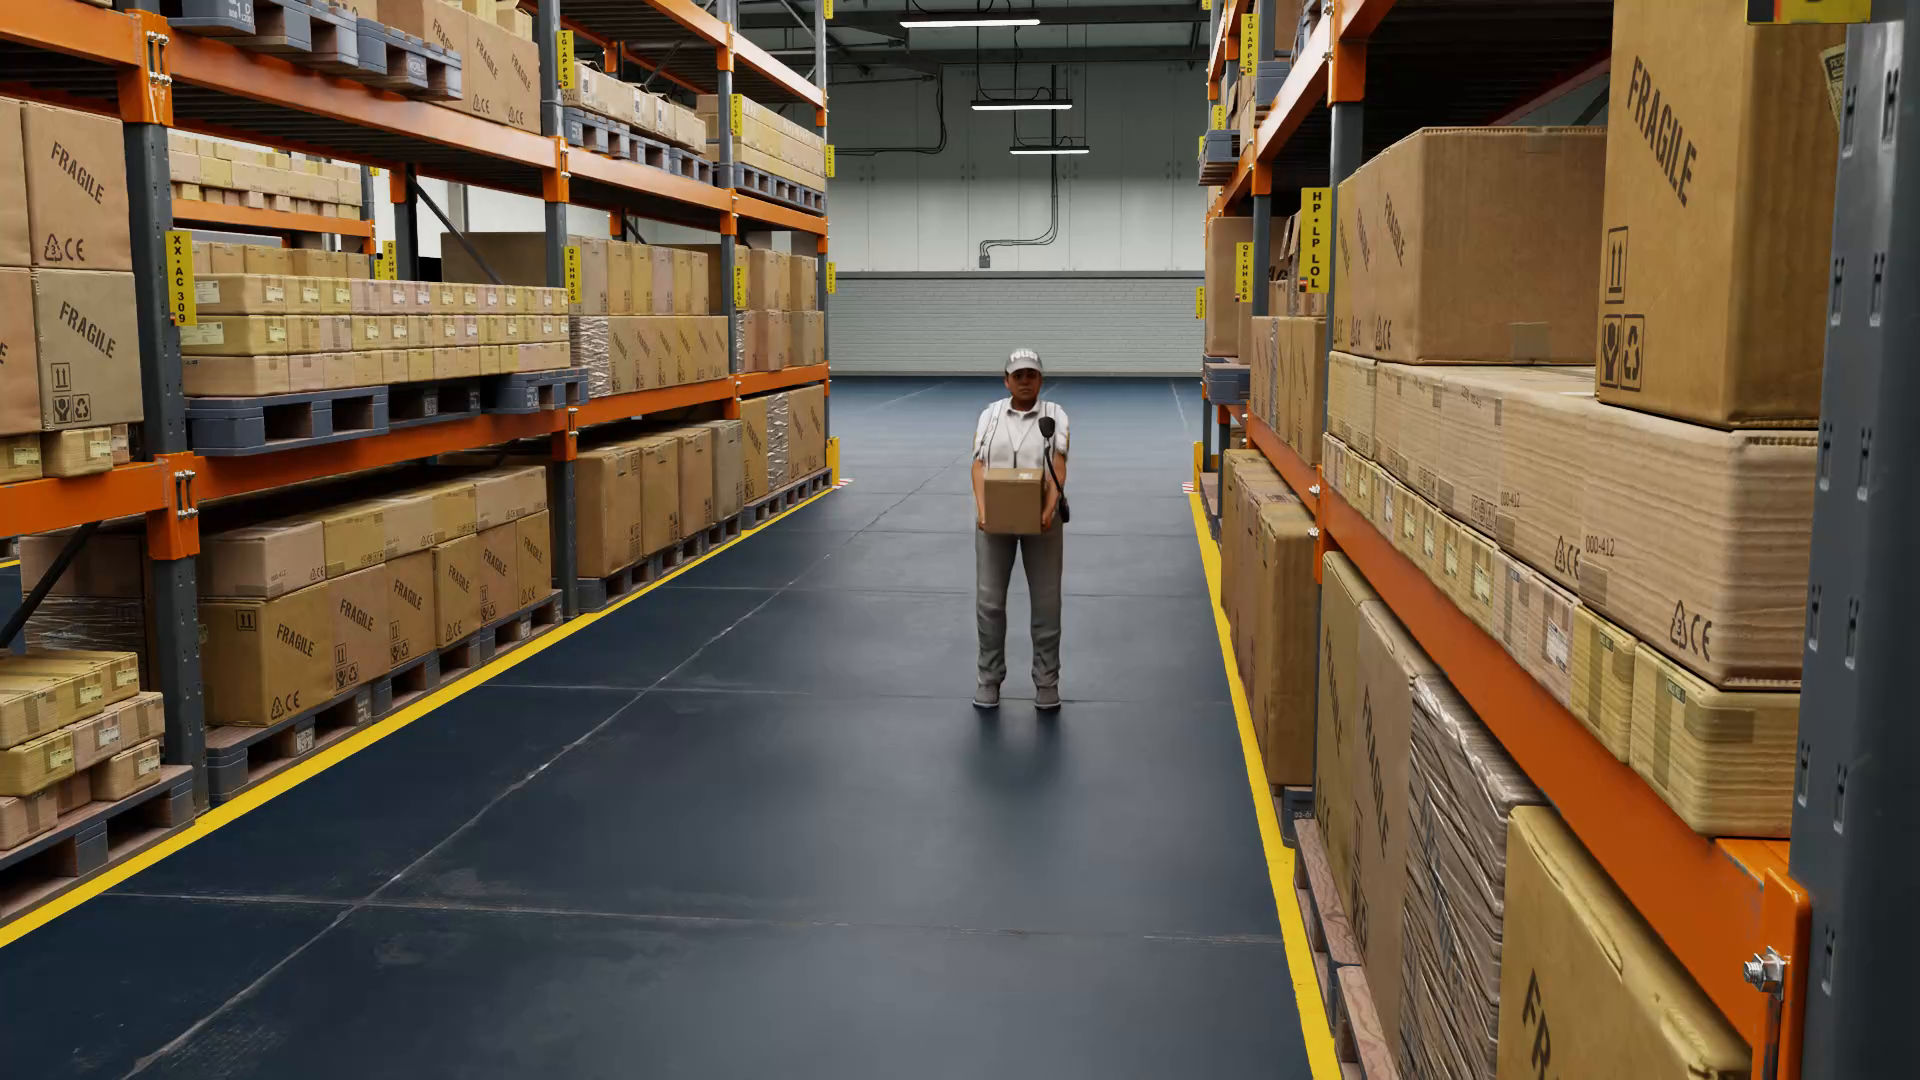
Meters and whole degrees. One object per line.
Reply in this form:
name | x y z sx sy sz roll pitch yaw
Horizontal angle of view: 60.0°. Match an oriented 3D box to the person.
person | 0.276 -0.047 7.672 0.452 1.662 0.542 1 8 7
